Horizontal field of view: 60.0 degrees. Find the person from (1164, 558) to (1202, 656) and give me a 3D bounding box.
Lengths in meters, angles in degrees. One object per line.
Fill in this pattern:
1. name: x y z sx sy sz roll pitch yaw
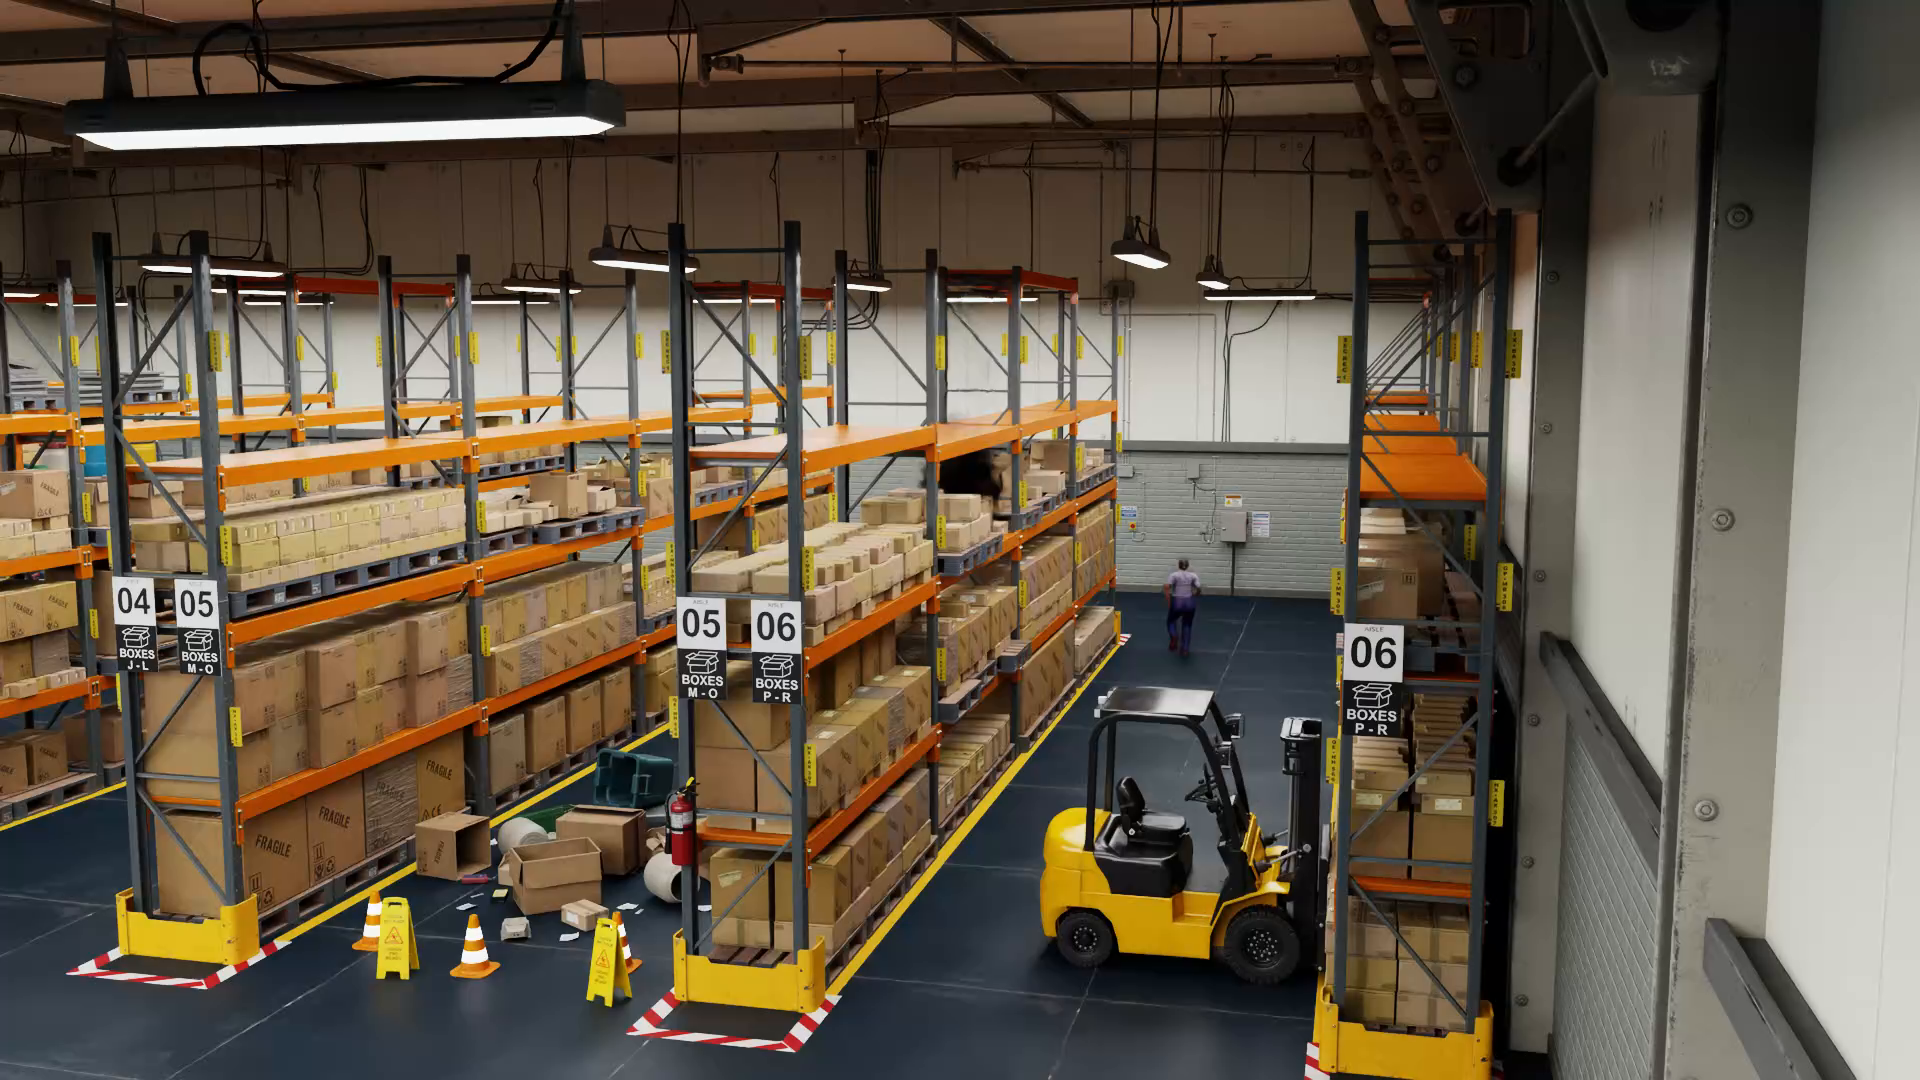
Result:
1. person: 3.621 1.069 27.158 0.628 1.587 0.583 0 7 0
